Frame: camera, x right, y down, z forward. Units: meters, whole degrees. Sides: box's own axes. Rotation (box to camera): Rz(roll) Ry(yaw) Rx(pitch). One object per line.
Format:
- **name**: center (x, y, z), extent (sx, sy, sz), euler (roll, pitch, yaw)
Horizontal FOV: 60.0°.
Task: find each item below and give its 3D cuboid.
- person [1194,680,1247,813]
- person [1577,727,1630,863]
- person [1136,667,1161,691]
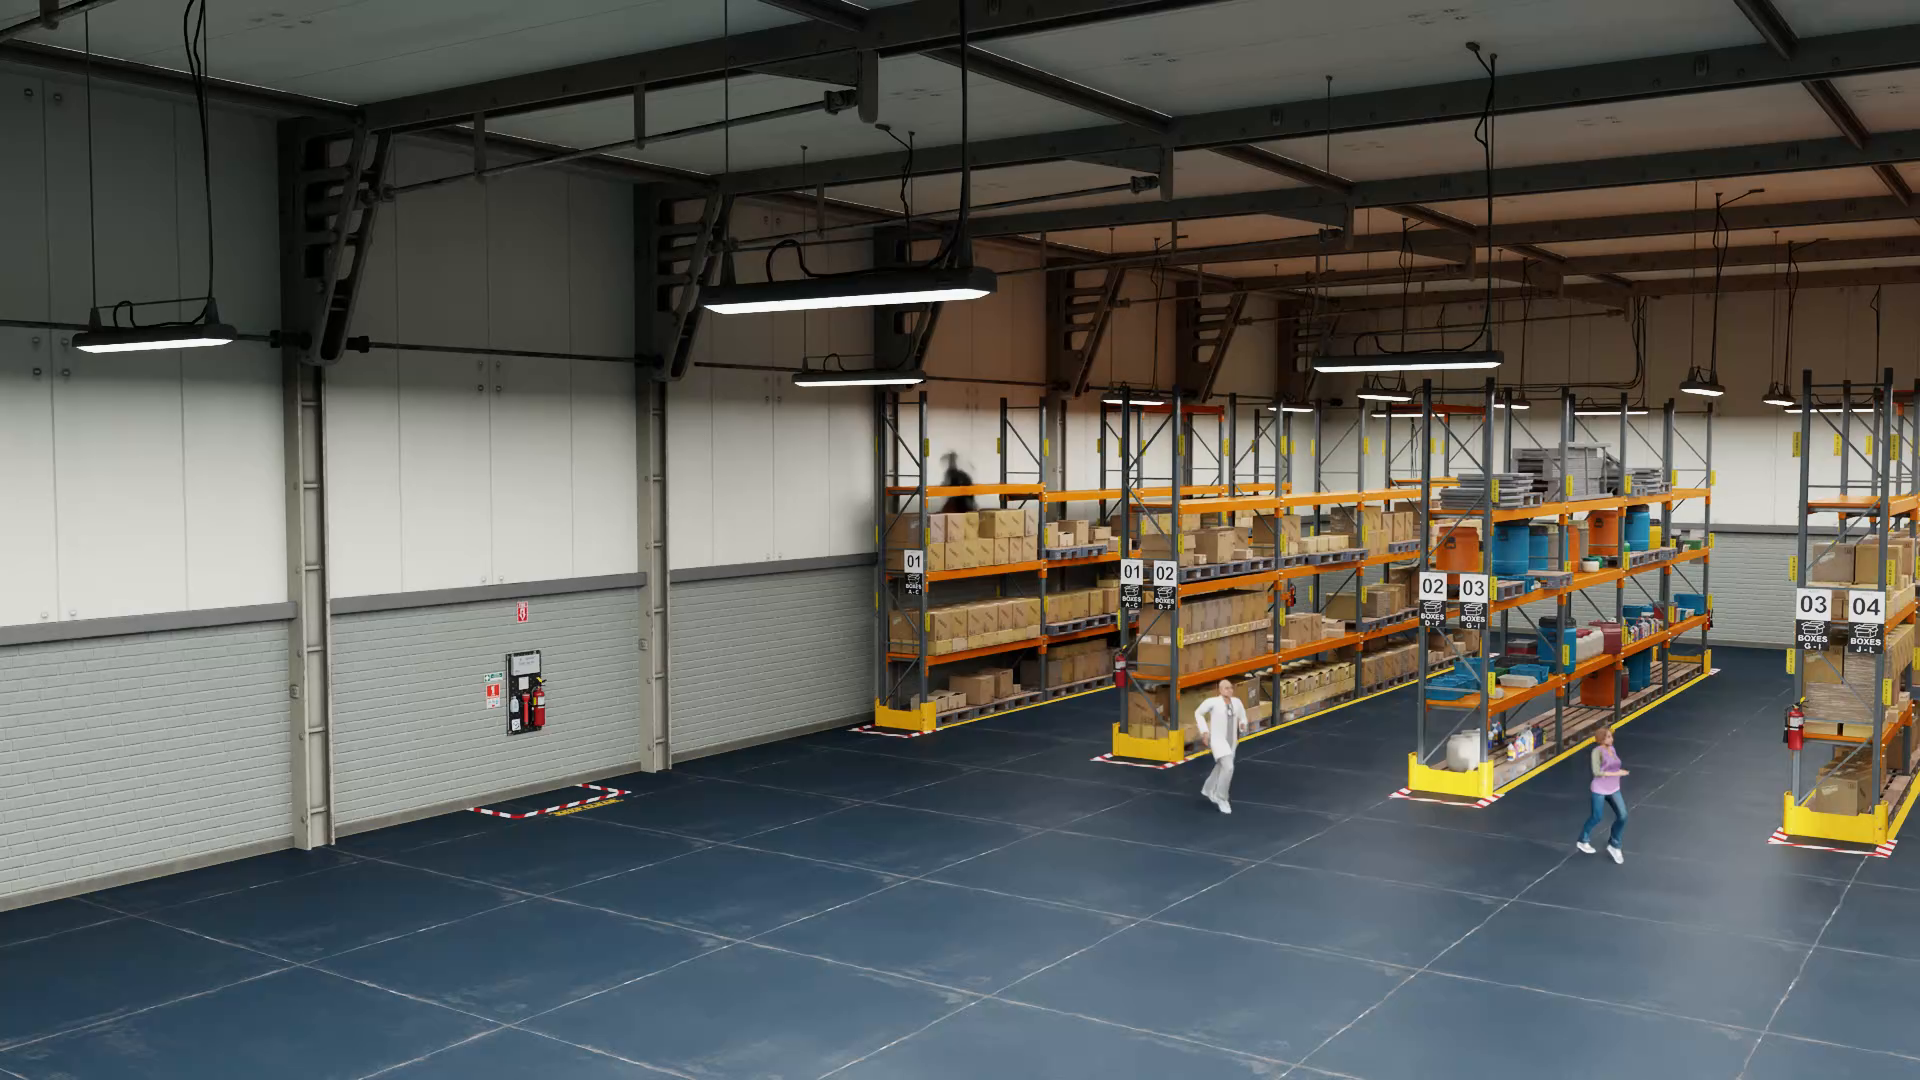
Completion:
- **person**: center (3.646, 2.847, 23.073), extent (0.680, 1.844, 0.877), euler (-2, 4, -29)
- **person**: center (7.818, 3.082, 20.157), extent (0.507, 1.641, 0.702), euler (-2, 4, -27)
- **person**: center (3.671, 2.412, 31.299), extent (0.705, 1.718, 0.586), euler (1, 3, 21)
